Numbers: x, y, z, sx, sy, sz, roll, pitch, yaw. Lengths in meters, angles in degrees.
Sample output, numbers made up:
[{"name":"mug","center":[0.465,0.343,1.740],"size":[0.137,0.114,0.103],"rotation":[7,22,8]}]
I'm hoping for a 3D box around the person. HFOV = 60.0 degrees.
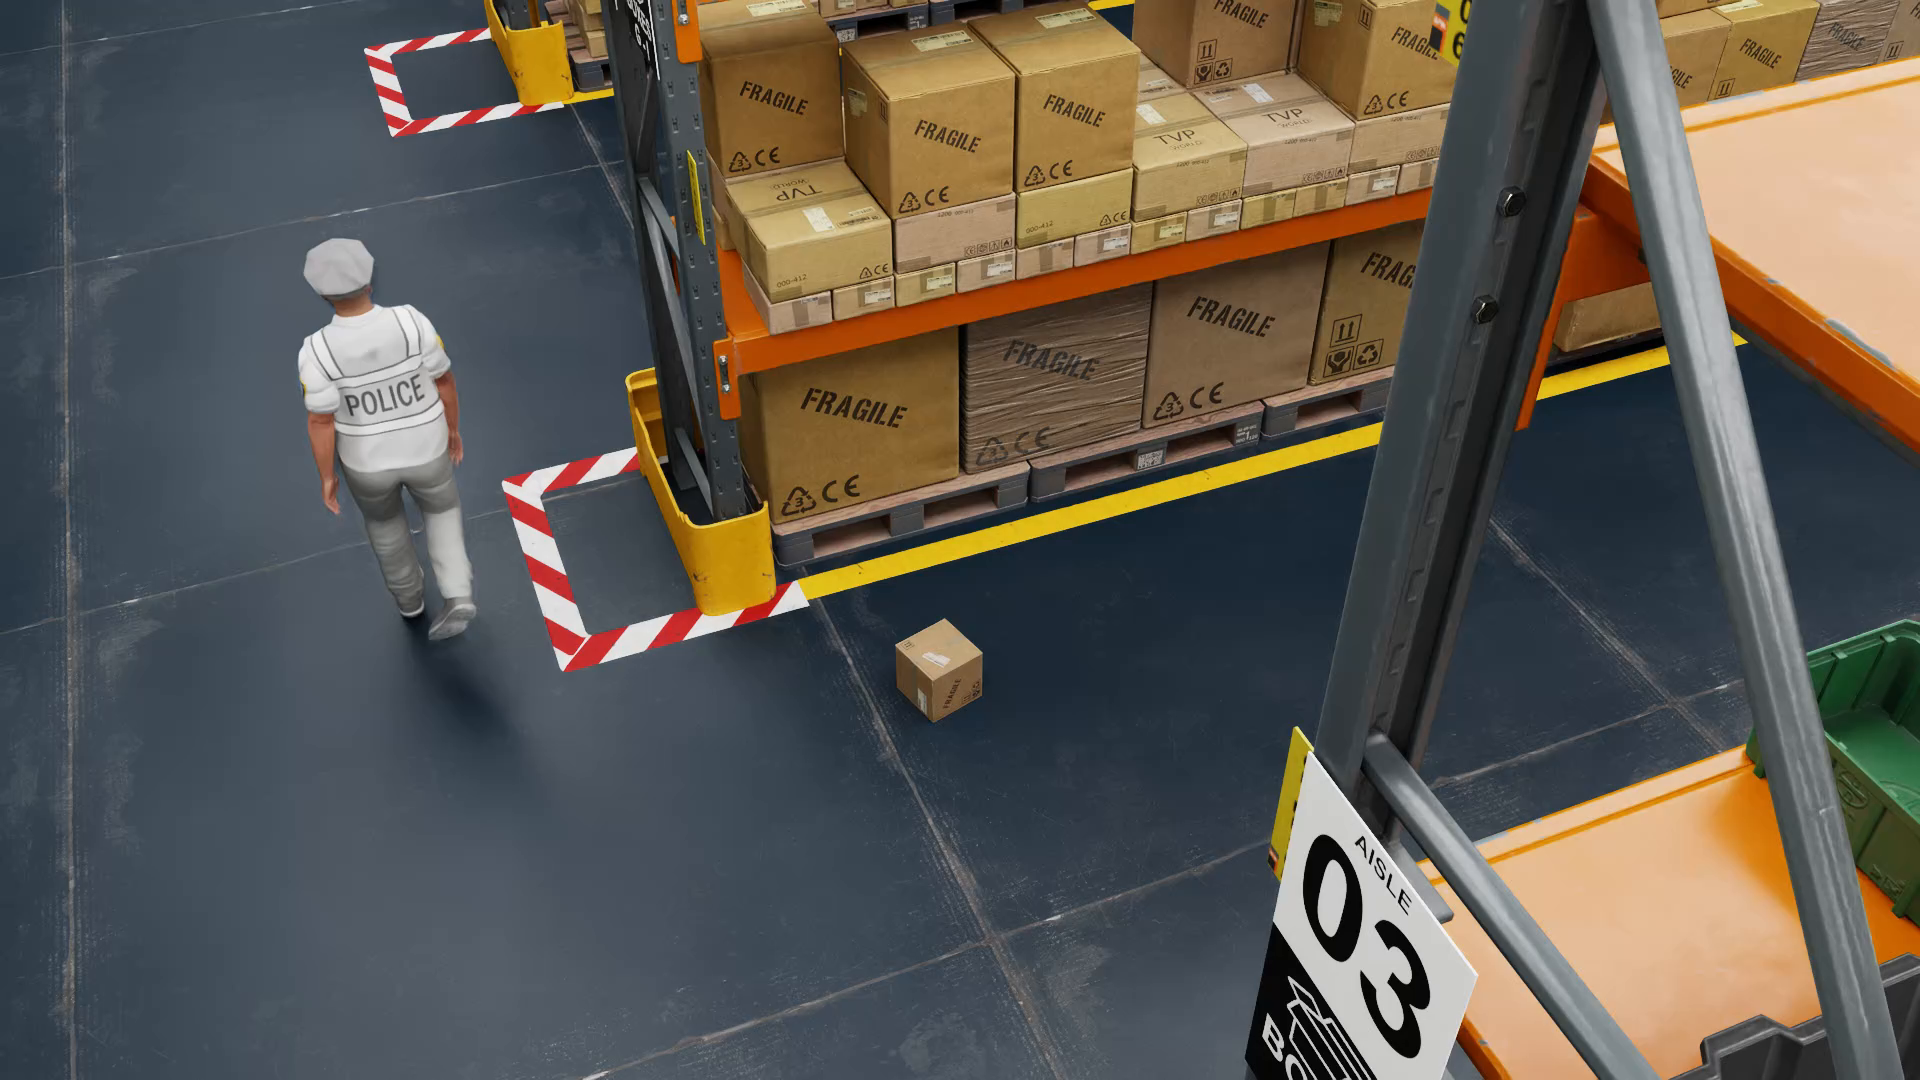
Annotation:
[{"name":"person","center":[-2.211,-0.336,6.498],"size":[0.599,1.746,0.701],"rotation":[-18,44,-19]}]
